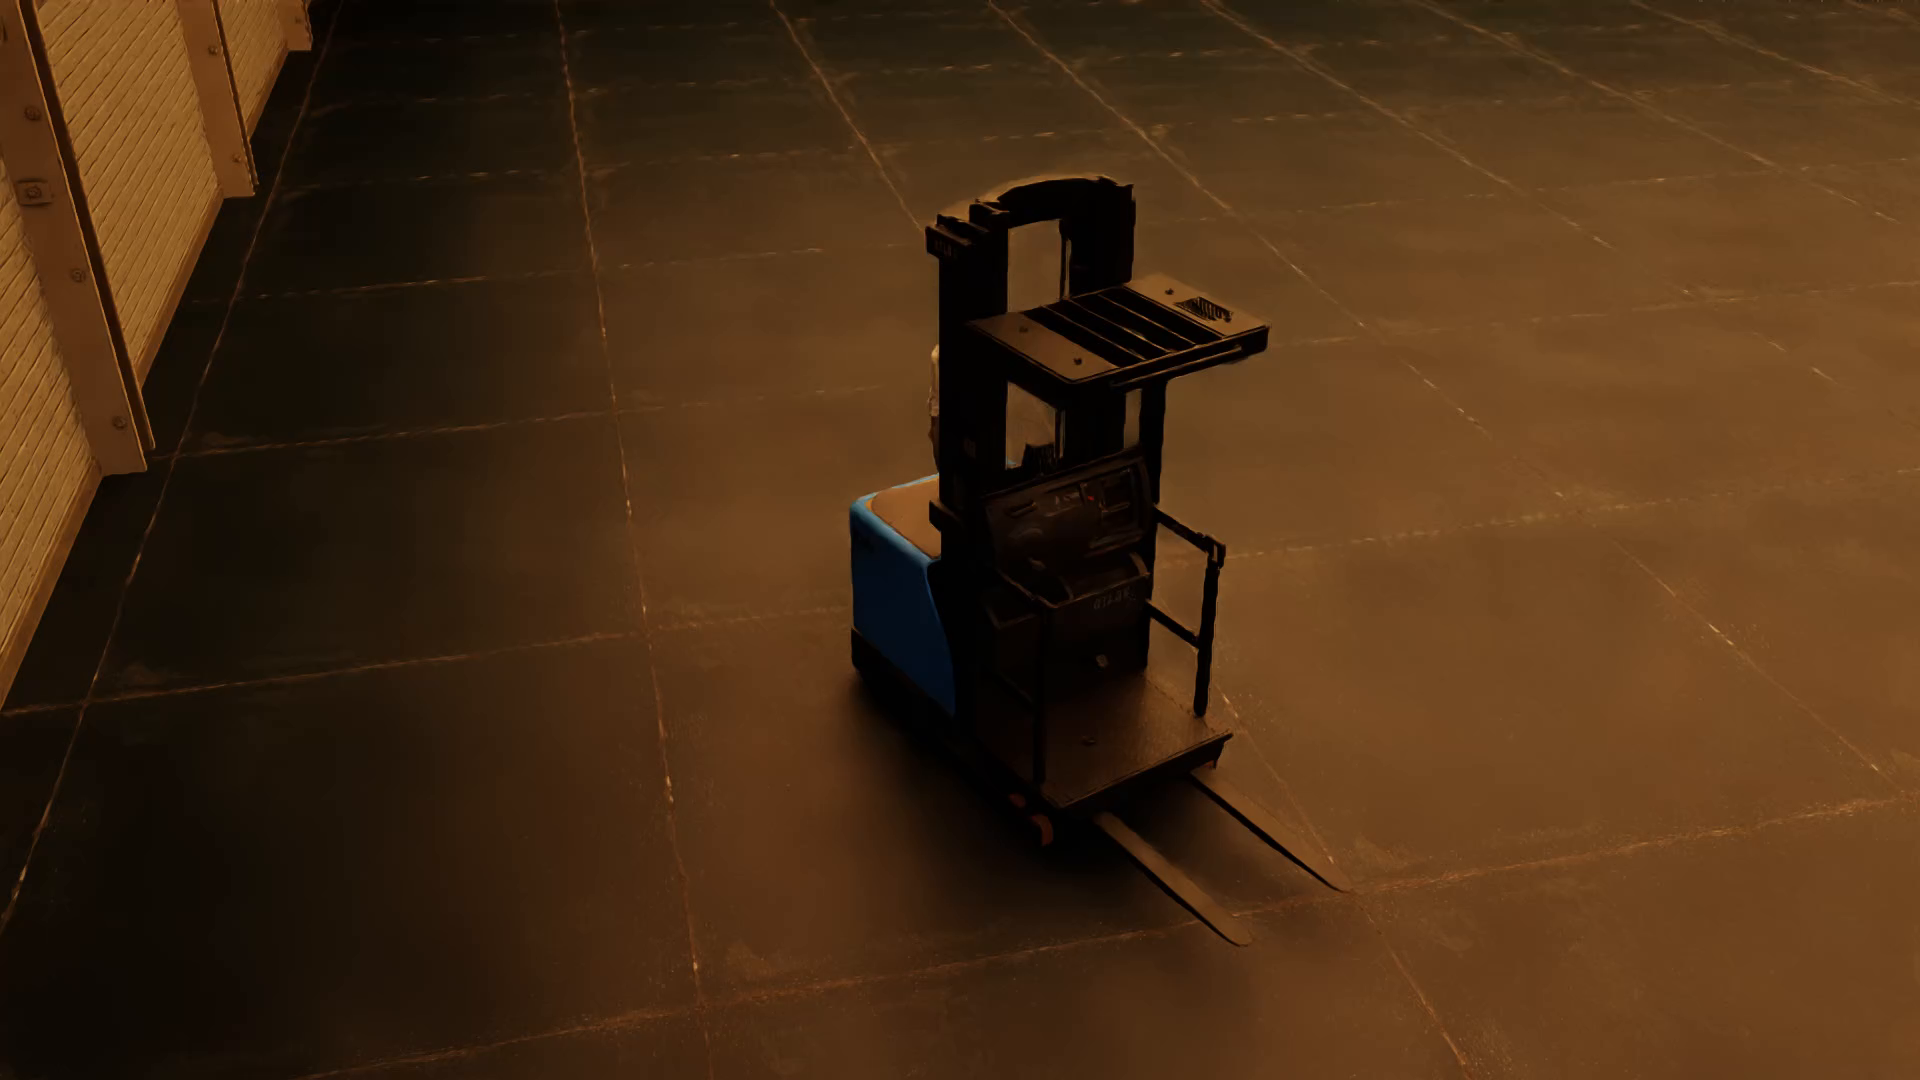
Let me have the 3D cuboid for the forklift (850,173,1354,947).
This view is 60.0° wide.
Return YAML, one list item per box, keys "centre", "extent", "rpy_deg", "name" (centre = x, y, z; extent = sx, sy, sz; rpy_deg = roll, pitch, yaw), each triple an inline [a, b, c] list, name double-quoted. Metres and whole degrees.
- centre: [0.637, -0.070, 7.696]
  extent: [1.130, 2.935, 3.031]
  rpy_deg: [-18, 35, -29]
  name: "forklift"

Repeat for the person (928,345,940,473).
- centre: [-0.002, -0.697, 10.107]
  extent: [0.405, 1.604, 0.310]
  rpy_deg: [-7, 31, -12]
  name: "person"
